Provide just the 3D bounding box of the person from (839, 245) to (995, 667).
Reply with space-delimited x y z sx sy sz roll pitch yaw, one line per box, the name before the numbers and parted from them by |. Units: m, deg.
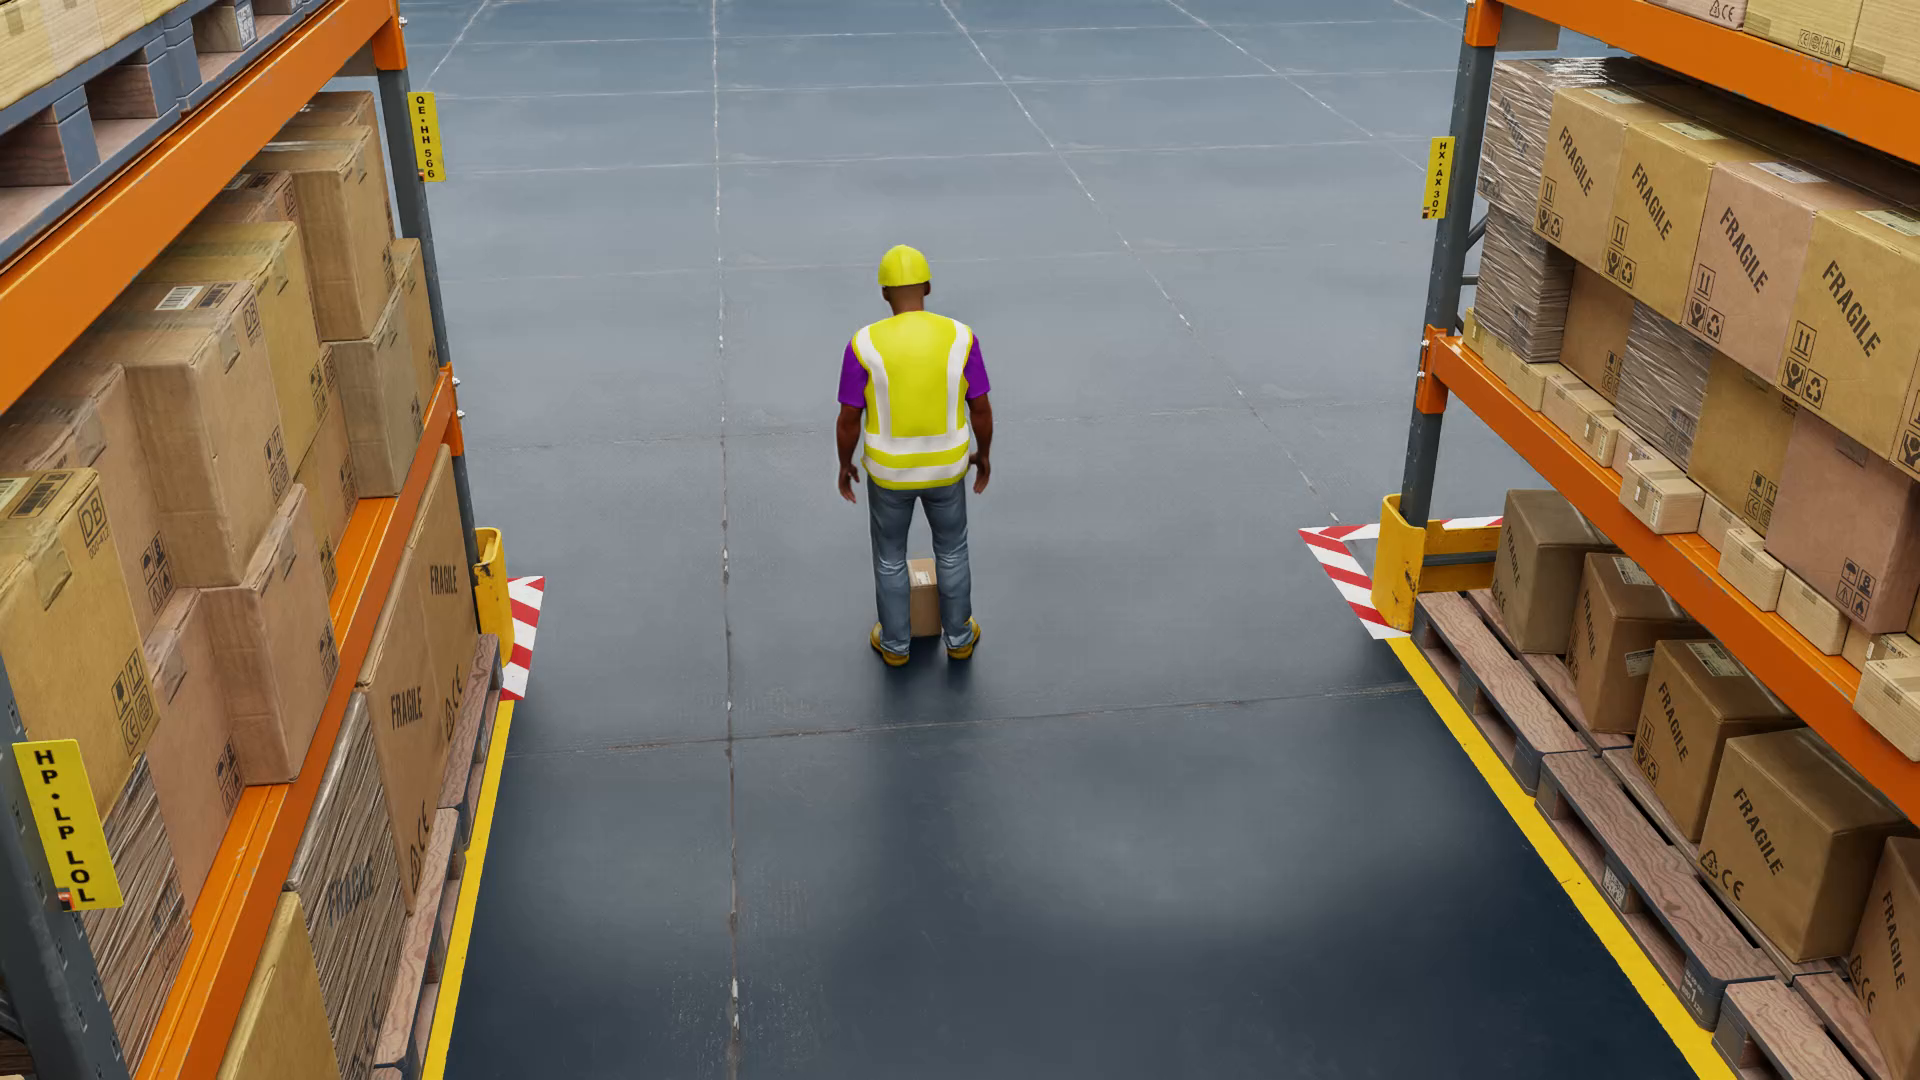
person | -0.174 -0.316 6.718 0.628 1.761 0.458 -3 27 -7
